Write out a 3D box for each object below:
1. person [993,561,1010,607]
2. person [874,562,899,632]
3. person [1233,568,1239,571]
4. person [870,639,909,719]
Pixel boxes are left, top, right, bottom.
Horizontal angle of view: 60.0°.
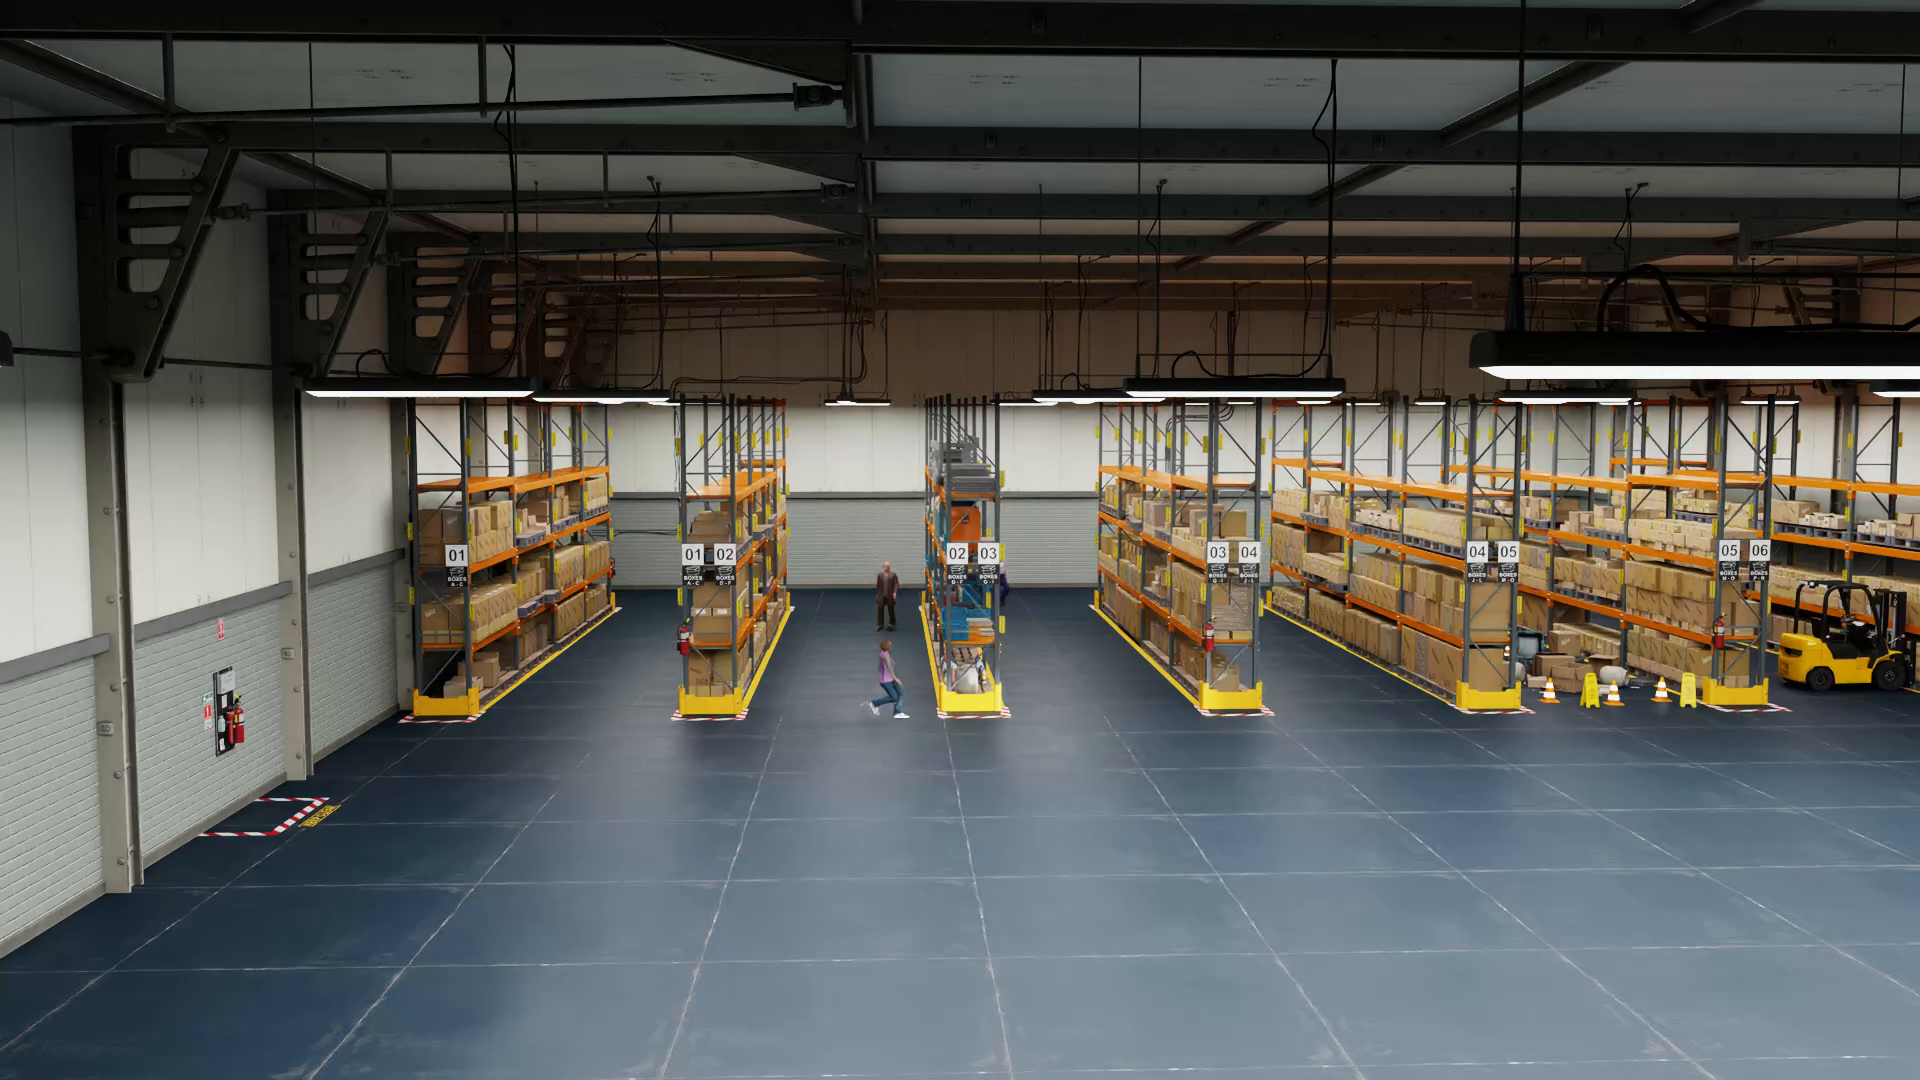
[{"bbox_3d":[1.166,1.120,47.894,0.520,1.651,0.443,-4,6,-42],"label":"person"},{"bbox_3d":[-1.894,1.444,43.001,0.675,1.761,0.958,1,5,14],"label":"person"},{"bbox_3d":[8.072,0.951,49.122,0.748,1.775,0.610,-1,5,-7],"label":"person"},{"bbox_3d":[-1.305,2.562,30.724,0.725,1.482,0.449,0,5,0],"label":"person"}]
